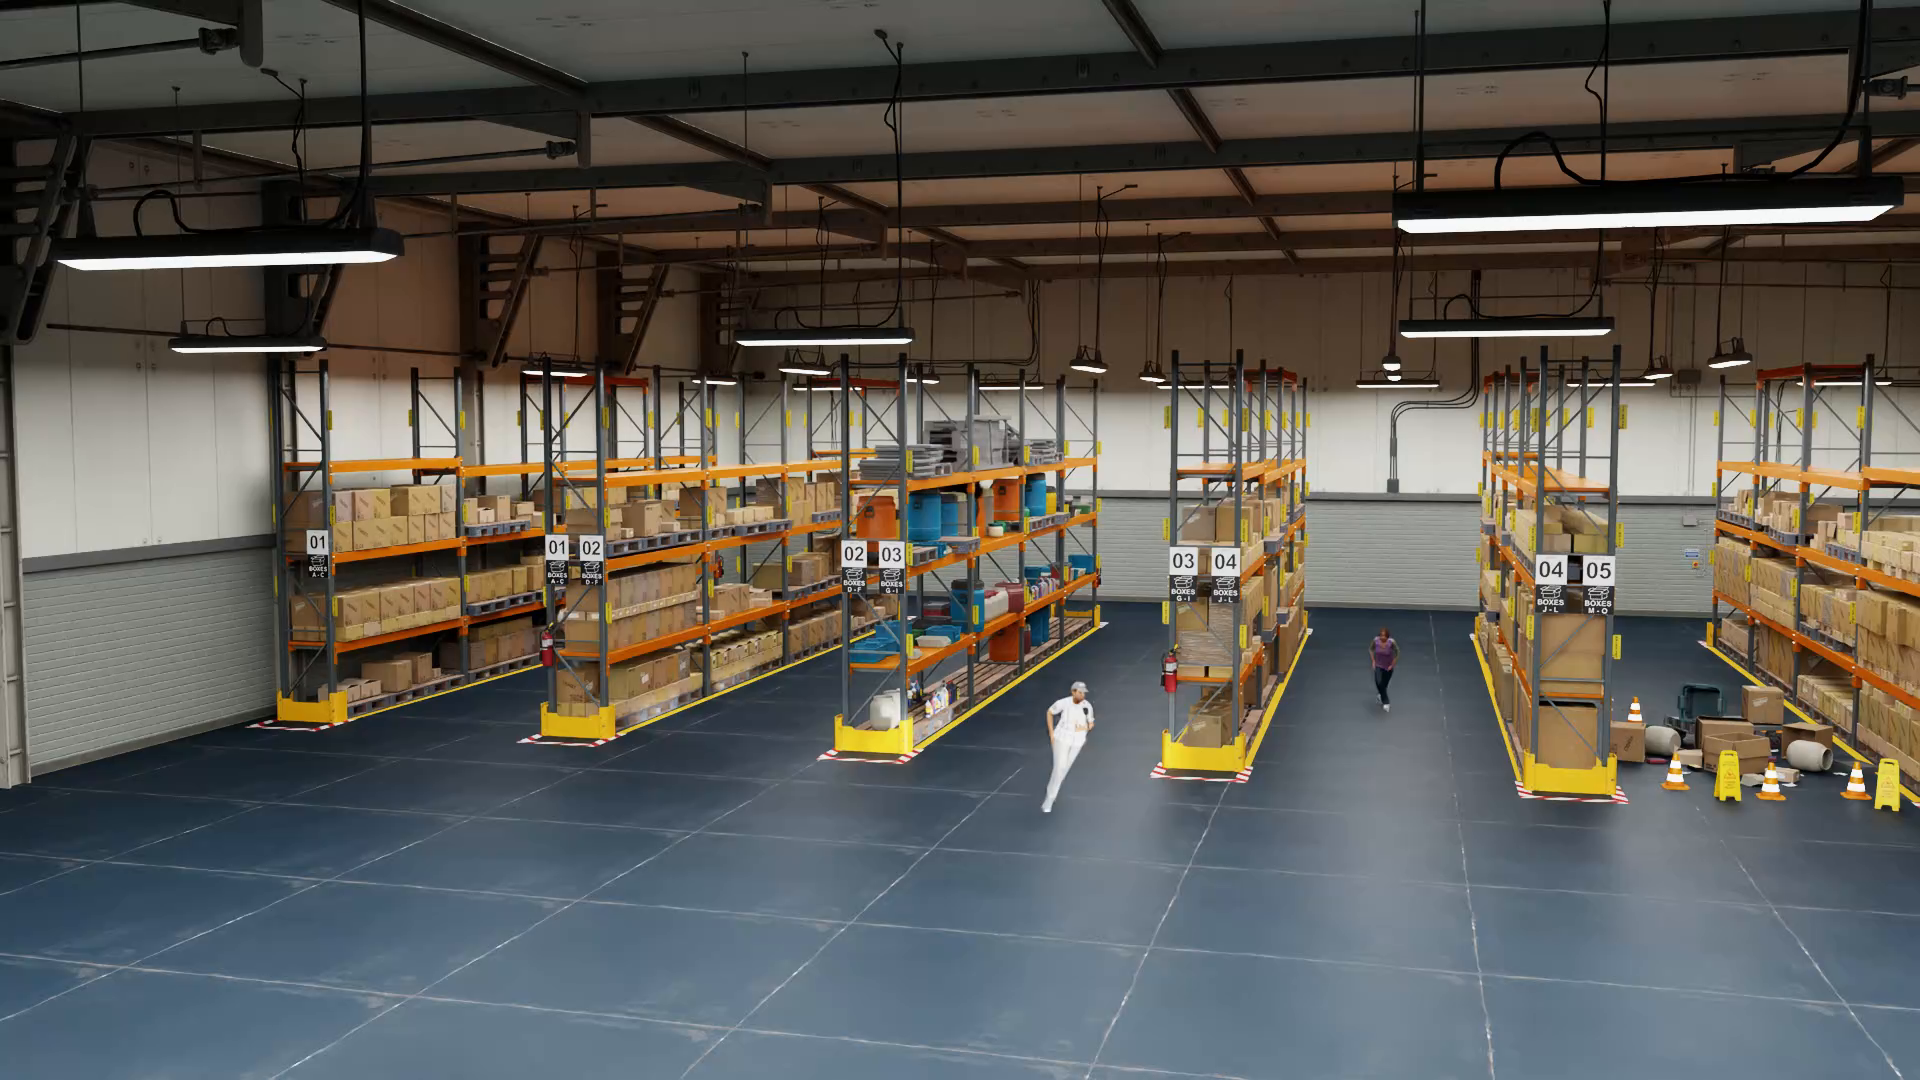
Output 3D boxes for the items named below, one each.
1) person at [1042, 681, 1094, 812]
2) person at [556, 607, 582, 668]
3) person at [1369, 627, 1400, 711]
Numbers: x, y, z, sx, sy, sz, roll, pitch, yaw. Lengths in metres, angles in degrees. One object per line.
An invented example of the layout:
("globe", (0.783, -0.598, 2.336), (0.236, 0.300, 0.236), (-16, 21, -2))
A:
("person", (1.332, 2.639, 21.620), (0.781, 1.630, 0.713), (-1, 4, -19))
("person", (-7.247, 1.875, 31.306), (0.651, 1.811, 0.833), (1, 4, 10))
("person", (7.378, 2.223, 28.903), (0.525, 1.468, 0.915), (1, 4, 15))
